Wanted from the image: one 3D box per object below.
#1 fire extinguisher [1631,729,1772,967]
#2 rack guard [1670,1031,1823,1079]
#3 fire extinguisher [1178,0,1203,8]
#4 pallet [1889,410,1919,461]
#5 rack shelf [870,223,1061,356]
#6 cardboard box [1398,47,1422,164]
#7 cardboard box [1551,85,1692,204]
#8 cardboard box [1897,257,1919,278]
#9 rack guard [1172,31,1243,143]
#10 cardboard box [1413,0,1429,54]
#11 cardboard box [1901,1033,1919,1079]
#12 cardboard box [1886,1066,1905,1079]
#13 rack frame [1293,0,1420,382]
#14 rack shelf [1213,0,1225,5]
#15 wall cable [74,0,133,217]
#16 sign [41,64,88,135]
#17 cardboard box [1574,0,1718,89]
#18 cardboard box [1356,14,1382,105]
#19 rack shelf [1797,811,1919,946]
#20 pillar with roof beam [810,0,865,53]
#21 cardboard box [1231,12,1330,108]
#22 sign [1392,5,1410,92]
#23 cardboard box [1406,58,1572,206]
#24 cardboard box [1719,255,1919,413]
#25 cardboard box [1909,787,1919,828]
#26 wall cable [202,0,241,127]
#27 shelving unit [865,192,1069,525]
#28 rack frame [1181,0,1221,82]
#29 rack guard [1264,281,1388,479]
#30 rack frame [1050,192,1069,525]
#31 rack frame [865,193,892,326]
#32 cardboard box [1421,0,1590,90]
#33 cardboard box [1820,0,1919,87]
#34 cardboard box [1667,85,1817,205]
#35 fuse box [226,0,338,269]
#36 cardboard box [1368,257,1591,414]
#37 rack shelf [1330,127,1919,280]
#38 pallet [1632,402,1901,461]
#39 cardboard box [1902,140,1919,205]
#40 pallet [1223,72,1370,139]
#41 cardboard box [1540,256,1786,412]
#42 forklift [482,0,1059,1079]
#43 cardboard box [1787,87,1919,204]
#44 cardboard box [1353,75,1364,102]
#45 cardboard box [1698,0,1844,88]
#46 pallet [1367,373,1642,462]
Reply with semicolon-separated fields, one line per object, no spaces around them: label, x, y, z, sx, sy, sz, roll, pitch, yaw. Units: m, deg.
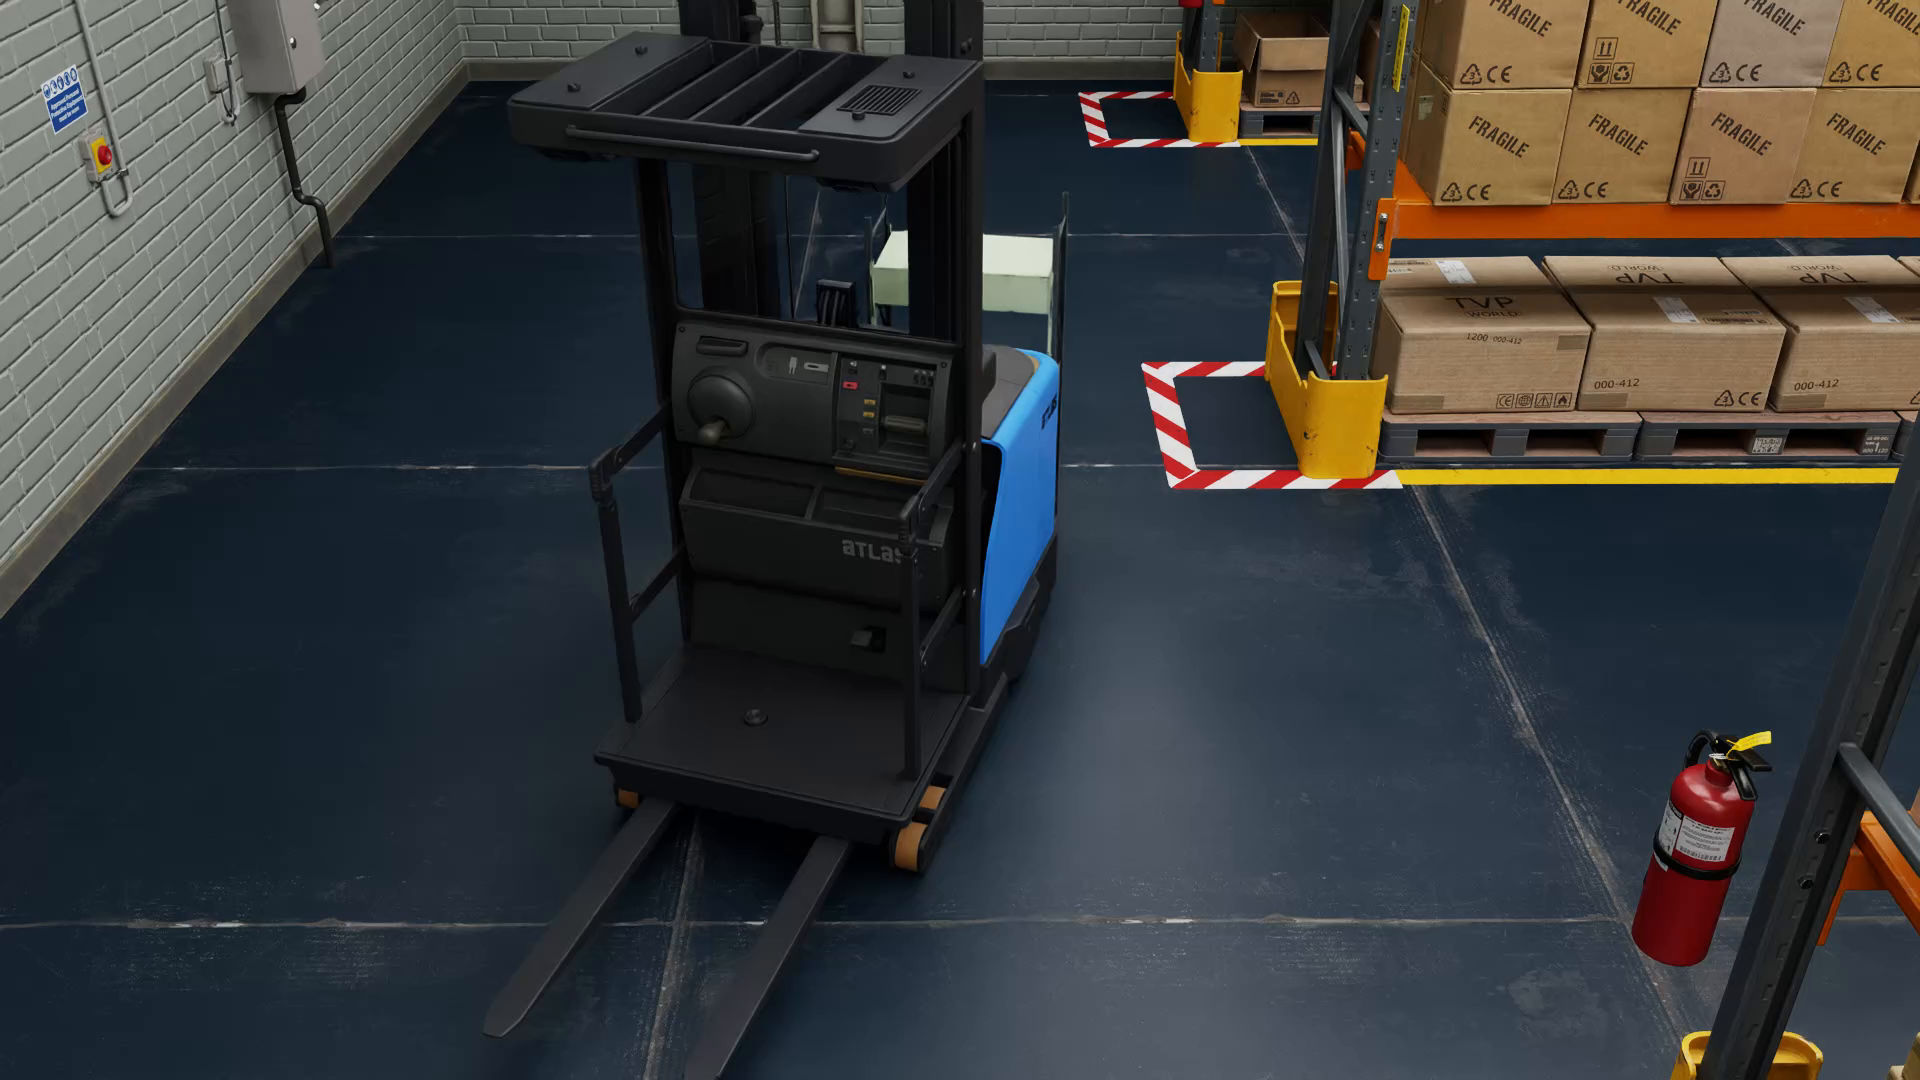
fire extinguisher;1.659;0.652;3.717;0.183;0.674;0.296;0;31;0
rack guard;1.989;1.767;3.856;0.348;0.500;1.175;0;31;0
fire extinguisher;1.605;-4.011;11.403;0.183;0.674;0.296;0;31;0
pallet;5.022;-0.727;8.245;1.213;0.211;1.003;0;31;0
rack shelf;0.034;-1.012;6.720;0.720;0.370;0.431;4;32;7
cardboard box;2.263;-2.050;7.641;0.500;0.500;0.500;0;31;0
cardboard box;2.770;-1.780;7.196;0.500;0.500;0.500;-1;31;-1
cardboard box;5.154;-1.019;8.103;0.875;0.438;0.875;-1;31;-1
rack guard;1.825;-3.375;12.331;0.348;0.500;1.175;0;31;0
cardboard box;2.263;-2.464;7.359;0.500;0.500;0.500;1;31;1
cardboard box;2.441;1.350;3.903;0.250;0.149;0.380;0;31;0
cardboard box;2.439;1.461;4.007;0.250;0.149;0.380;-1;31;-2
rack frame;1.782;-1.869;7.438;0.127;3.000;1.000;0;31;0
rack shelf;3.749;-4.142;11.879;4.000;0.370;1.077;0;31;0
wall cable;-3.856;-2.287;7.118;0.123;1.953;0.585;0;31;0
sign;-3.917;-1.929;7.278;0.001;0.218;0.327;0;31;0
cardboard box;2.781;-2.198;6.921;0.500;0.500;0.500;-1;31;-2
cardboard box;3.216;-3.490;12.115;0.500;0.500;0.700;1;31;2
rack shelf;3.913;1.000;3.404;4.000;0.370;1.077;0;31;0
pillar with roof beam;-0.927;-5.234;7.202;0.400;9.000;9.100;0;31;0
cardboard box;2.361;-3.508;12.143;0.637;0.503;0.797;-1;31;-2
sign;1.780;-1.985;6.719;0.005;0.325;0.100;0;31;0
cardboard box;2.264;-1.764;7.169;0.500;0.500;0.500;0;31;-1
cardboard box;4.259;-1.016;8.098;0.875;0.438;0.875;-1;31;-2
cardboard box;2.238;0.658;3.515;0.250;0.149;0.380;0;31;0
wall cable;-3.876;-3.009;8.338;0.122;1.984;0.588;0;31;0
shelving unit;0.034;-0.678;6.922;0.755;1.500;0.431;4;32;7
rack frame;1.749;-4.443;11.682;0.127;3.000;1.000;0;31;0
rack guard;1.758;-0.800;8.087;0.348;0.500;1.175;0;31;0
rack frame;0.396;-0.650;6.876;0.023;1.500;0.400;4;32;7
rack frame;-0.328;-0.706;6.968;0.023;1.500;0.400;4;32;7
cardboard box;2.264;-2.193;6.912;0.500;0.500;0.500;-1;31;-1
cardboard box;3.794;-2.206;6.933;0.500;0.500;0.500;0;31;0
cardboard box;3.279;-1.772;7.183;0.500;0.500;0.500;0;31;-1
fuse box;-3.723;-2.378;9.520;0.414;1.711;0.539;0;31;0
cardboard box;2.442;-1.007;8.083;0.875;0.438;0.875;-1;31;-2
rack shelf;3.782;-1.567;7.635;4.000;0.370;1.077;0;31;0
pallet;3.798;-0.722;8.236;1.213;0.211;1.003;0;31;0
cardboard box;4.303;-1.776;7.190;0.500;0.500;0.500;-1;31;-1
pallet;2.622;-3.254;12.411;1.213;0.211;1.003;0;31;0
cardboard box;3.357;-1.014;8.095;0.875;0.438;0.875;1;31;1
forklift;-0.540;-0.400;5.083;1.130;2.935;3.031;9;32;15
cardboard box;3.779;-1.783;7.200;0.500;0.500;0.500;1;31;1
cardboard box;2.786;-3.338;12.204;0.250;0.149;0.380;-1;31;-2
cardboard box;3.296;-2.204;6.930;0.500;0.500;0.500;0;31;-1
pallet;2.582;-0.720;8.233;1.213;0.211;1.003;0;31;0
